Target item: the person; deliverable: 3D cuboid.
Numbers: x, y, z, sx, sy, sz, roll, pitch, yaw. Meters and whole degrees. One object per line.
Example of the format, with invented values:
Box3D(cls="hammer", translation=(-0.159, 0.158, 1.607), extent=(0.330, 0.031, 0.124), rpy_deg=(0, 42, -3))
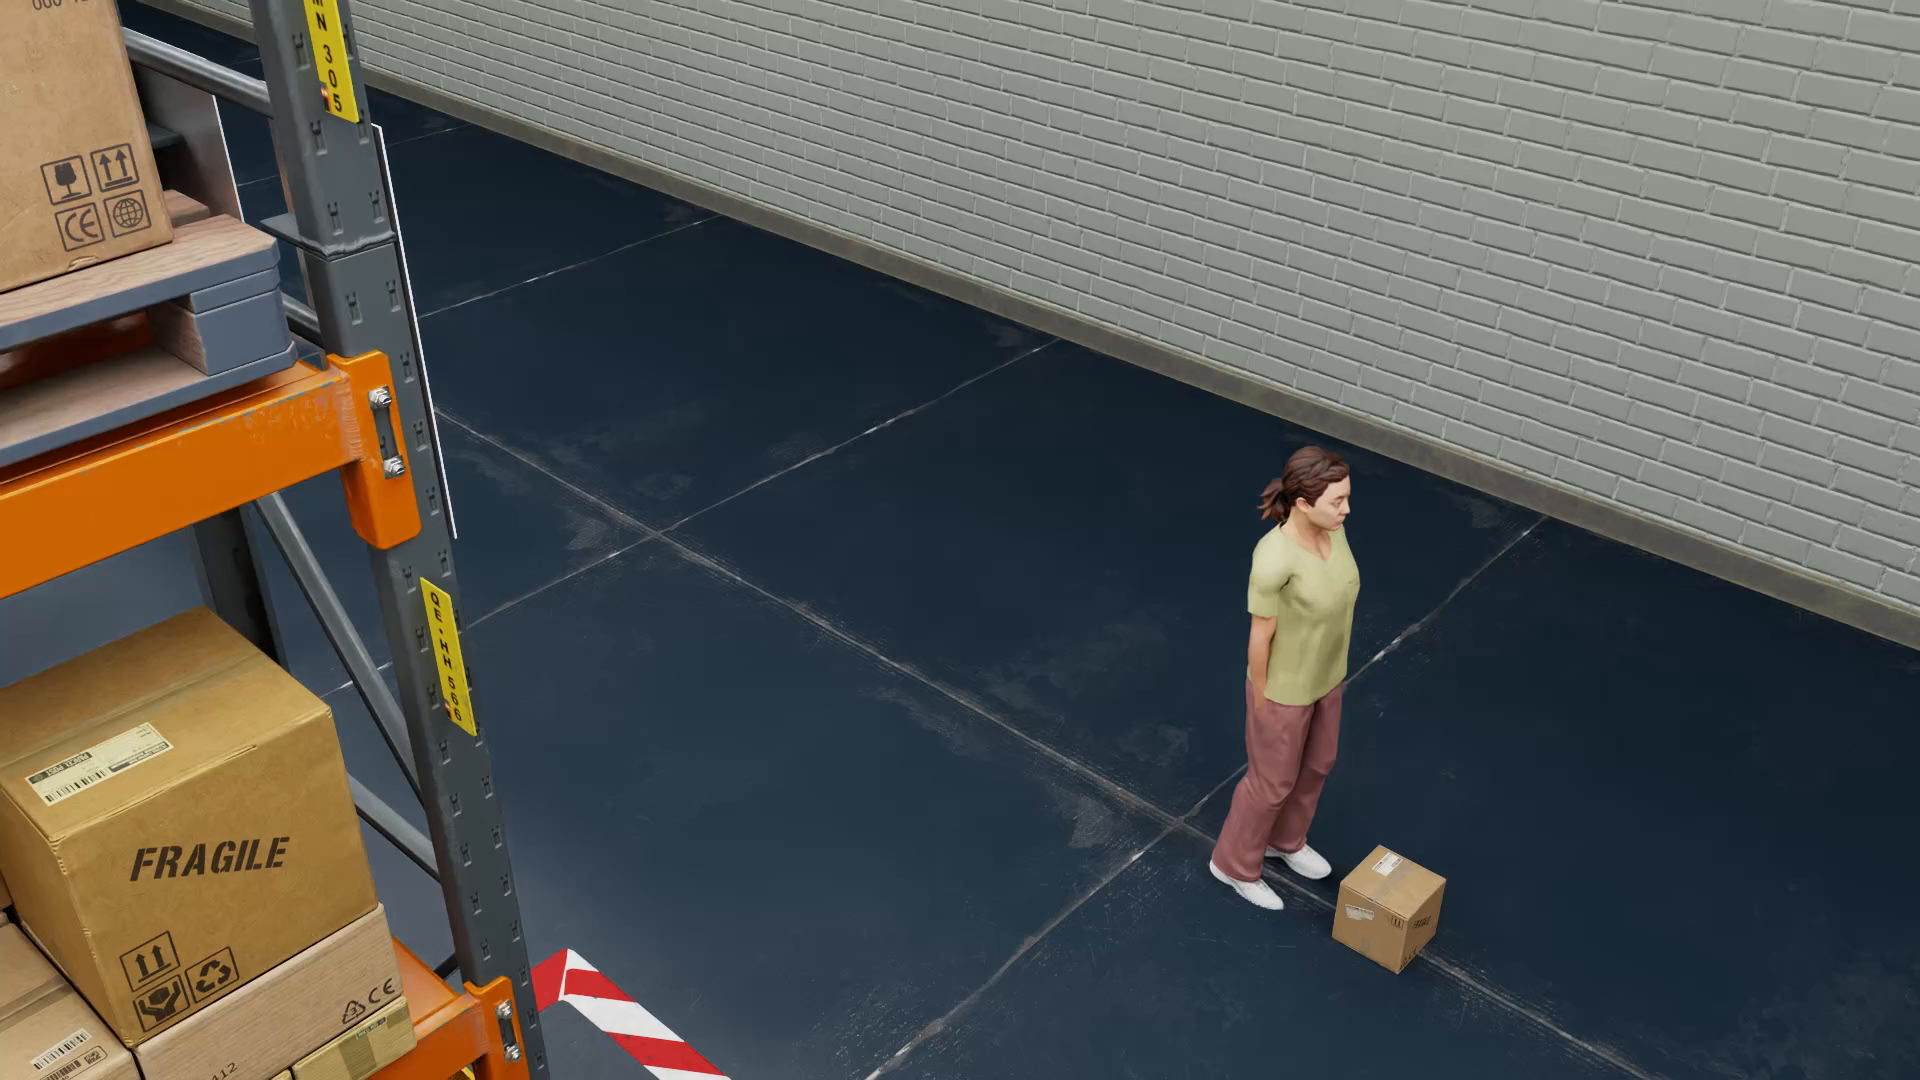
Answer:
Box3D(cls="person", translation=(1.085, 0.459, 5.420), extent=(0.370, 1.696, 0.441), rpy_deg=(26, 40, 36))
